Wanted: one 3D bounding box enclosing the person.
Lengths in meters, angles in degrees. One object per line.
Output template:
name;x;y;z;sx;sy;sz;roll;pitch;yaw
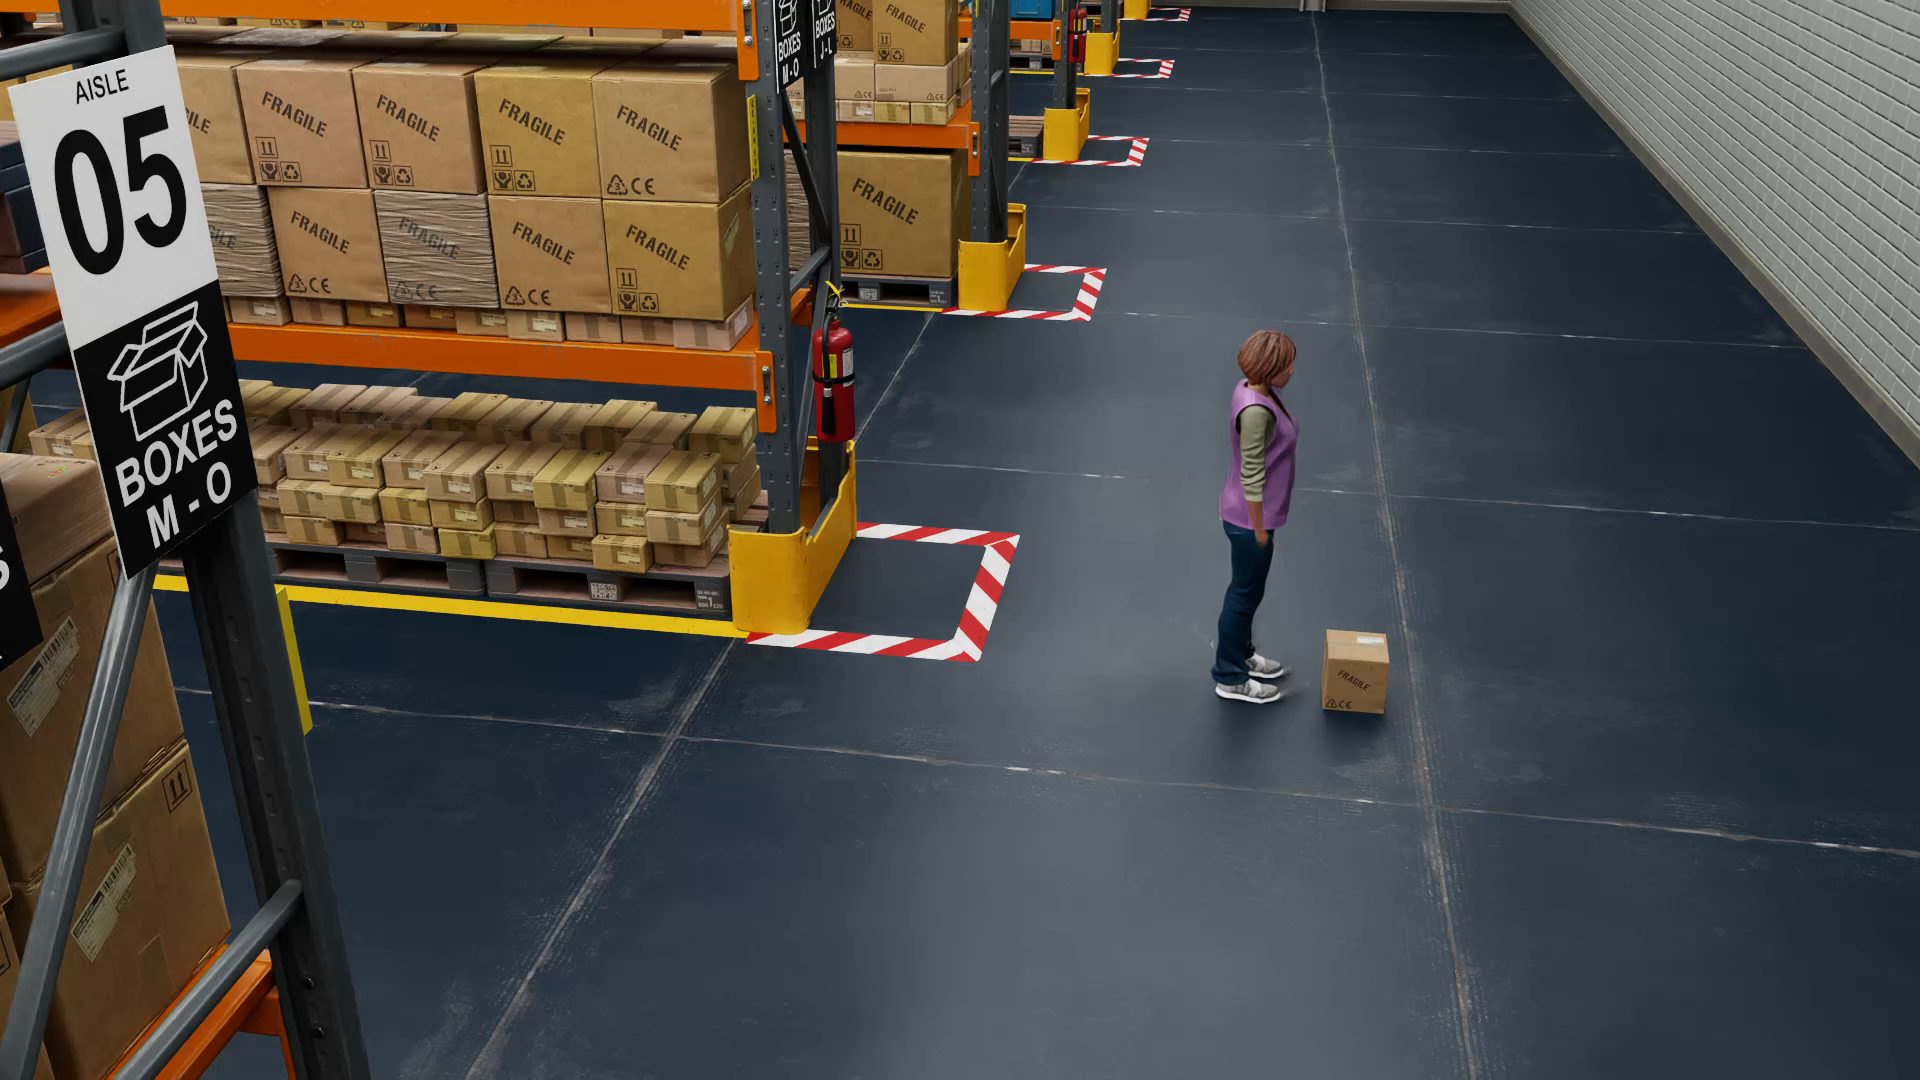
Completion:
person;1.221;-0.093;6.810;0.330;1.604;0.408;5;26;10
